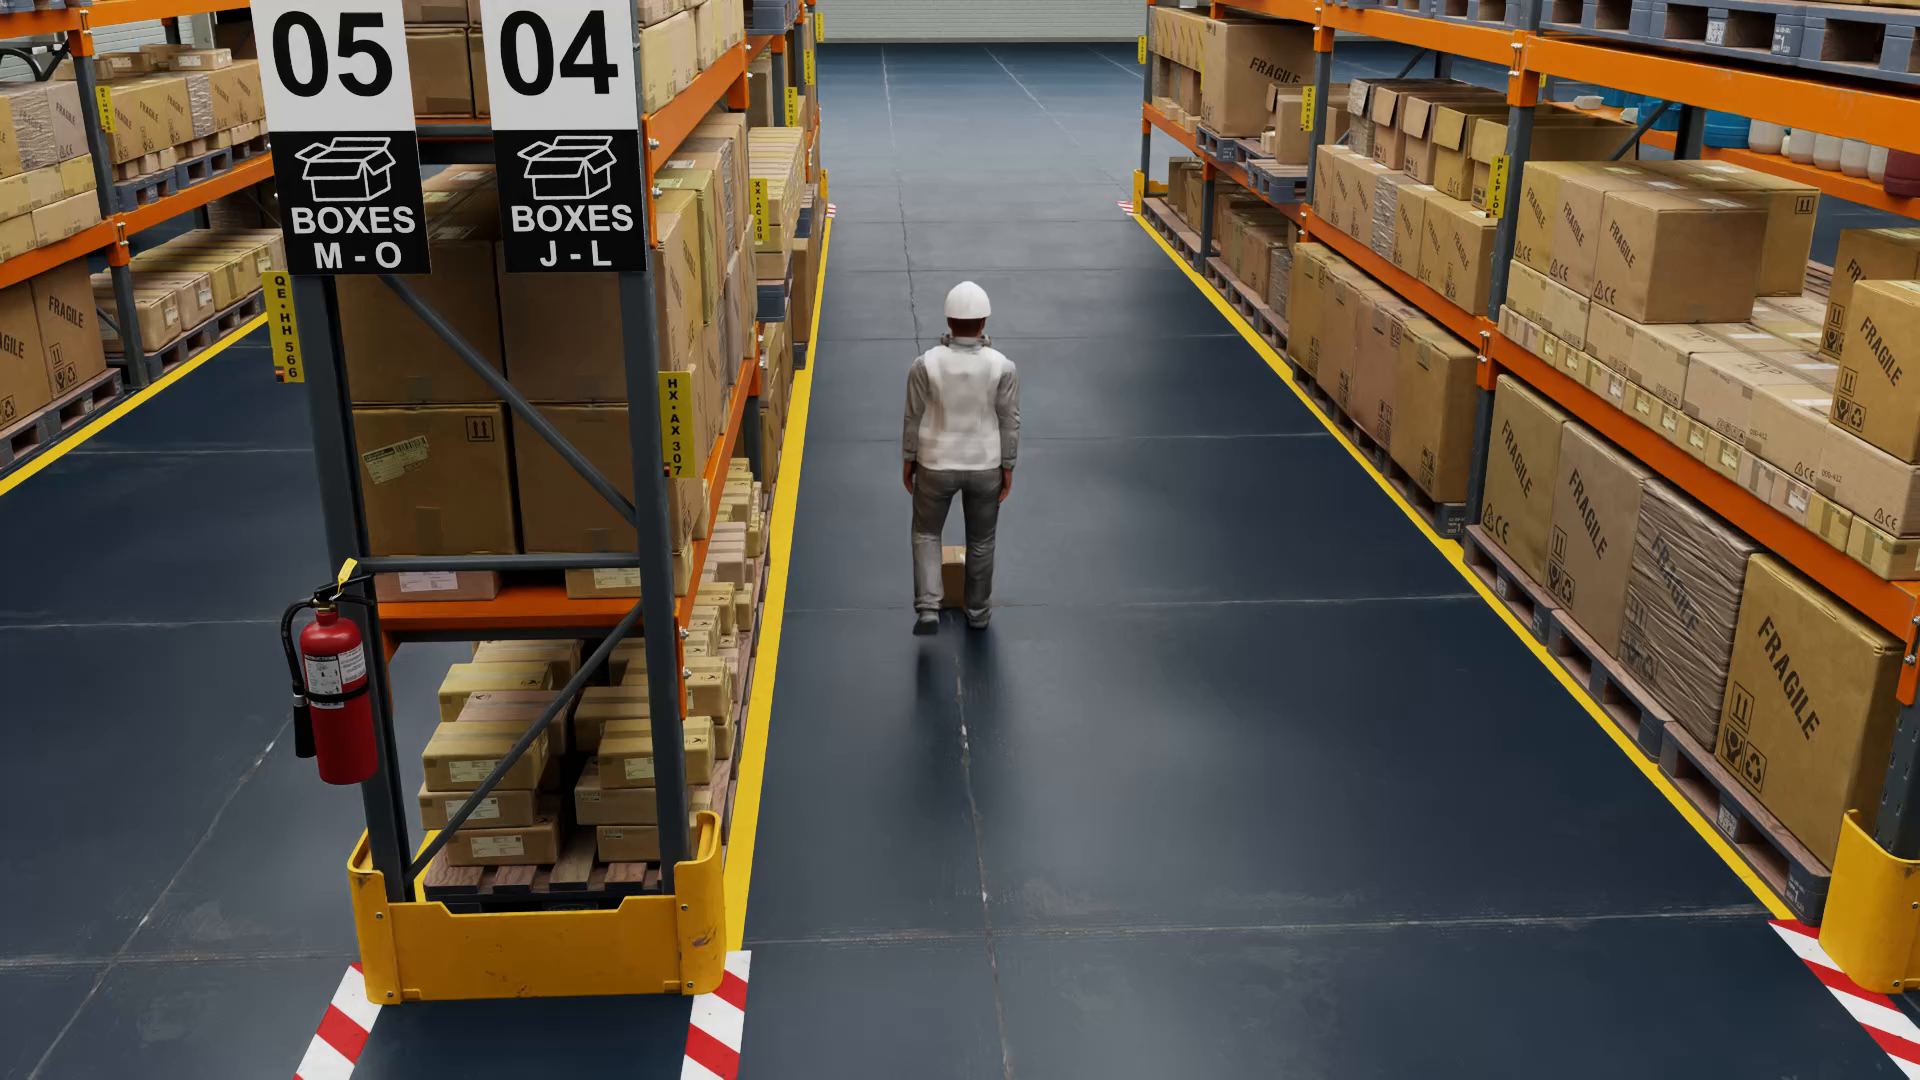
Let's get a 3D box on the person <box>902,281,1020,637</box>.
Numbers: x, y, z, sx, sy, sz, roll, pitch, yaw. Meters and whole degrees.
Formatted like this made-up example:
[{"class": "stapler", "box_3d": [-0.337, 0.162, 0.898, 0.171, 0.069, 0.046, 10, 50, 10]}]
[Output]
[{"class": "person", "box_3d": [0.001, -0.371, 8.023, 0.559, 1.772, 0.633, -1, 20, -3]}]
